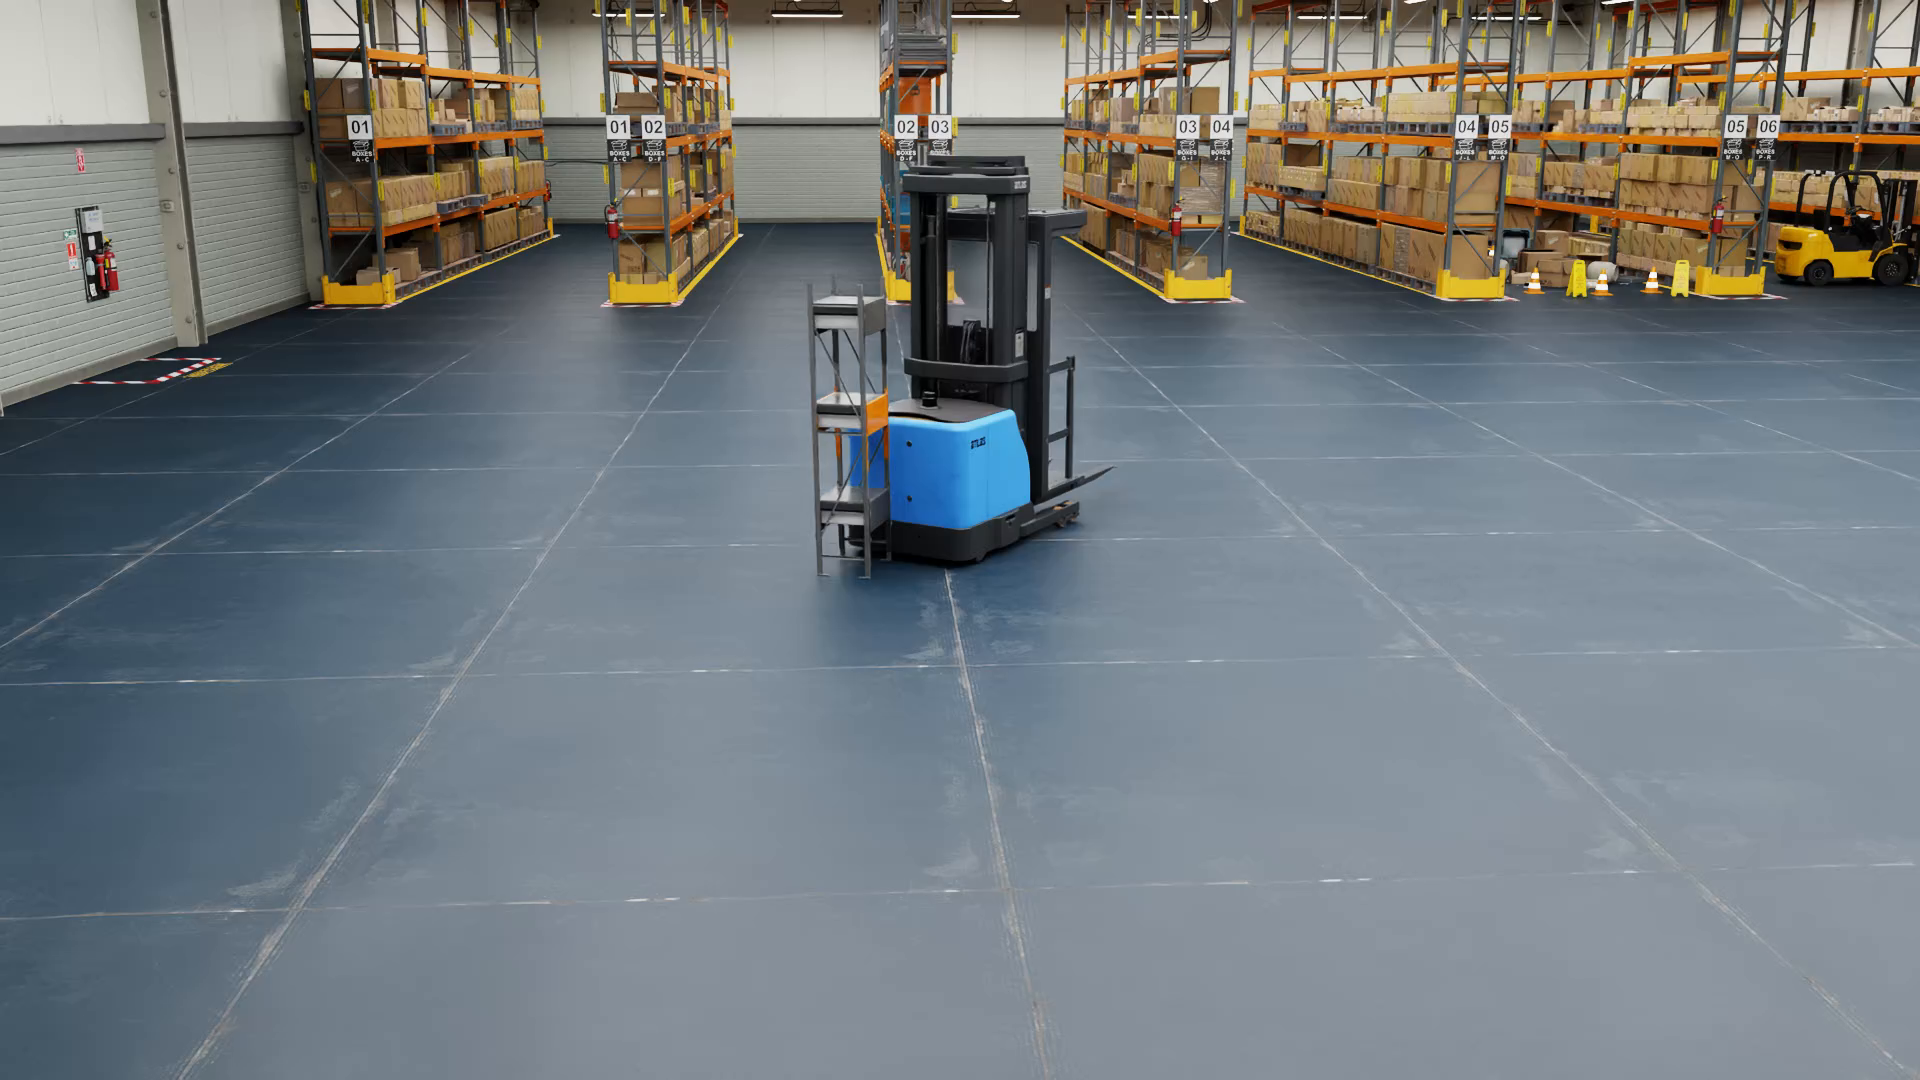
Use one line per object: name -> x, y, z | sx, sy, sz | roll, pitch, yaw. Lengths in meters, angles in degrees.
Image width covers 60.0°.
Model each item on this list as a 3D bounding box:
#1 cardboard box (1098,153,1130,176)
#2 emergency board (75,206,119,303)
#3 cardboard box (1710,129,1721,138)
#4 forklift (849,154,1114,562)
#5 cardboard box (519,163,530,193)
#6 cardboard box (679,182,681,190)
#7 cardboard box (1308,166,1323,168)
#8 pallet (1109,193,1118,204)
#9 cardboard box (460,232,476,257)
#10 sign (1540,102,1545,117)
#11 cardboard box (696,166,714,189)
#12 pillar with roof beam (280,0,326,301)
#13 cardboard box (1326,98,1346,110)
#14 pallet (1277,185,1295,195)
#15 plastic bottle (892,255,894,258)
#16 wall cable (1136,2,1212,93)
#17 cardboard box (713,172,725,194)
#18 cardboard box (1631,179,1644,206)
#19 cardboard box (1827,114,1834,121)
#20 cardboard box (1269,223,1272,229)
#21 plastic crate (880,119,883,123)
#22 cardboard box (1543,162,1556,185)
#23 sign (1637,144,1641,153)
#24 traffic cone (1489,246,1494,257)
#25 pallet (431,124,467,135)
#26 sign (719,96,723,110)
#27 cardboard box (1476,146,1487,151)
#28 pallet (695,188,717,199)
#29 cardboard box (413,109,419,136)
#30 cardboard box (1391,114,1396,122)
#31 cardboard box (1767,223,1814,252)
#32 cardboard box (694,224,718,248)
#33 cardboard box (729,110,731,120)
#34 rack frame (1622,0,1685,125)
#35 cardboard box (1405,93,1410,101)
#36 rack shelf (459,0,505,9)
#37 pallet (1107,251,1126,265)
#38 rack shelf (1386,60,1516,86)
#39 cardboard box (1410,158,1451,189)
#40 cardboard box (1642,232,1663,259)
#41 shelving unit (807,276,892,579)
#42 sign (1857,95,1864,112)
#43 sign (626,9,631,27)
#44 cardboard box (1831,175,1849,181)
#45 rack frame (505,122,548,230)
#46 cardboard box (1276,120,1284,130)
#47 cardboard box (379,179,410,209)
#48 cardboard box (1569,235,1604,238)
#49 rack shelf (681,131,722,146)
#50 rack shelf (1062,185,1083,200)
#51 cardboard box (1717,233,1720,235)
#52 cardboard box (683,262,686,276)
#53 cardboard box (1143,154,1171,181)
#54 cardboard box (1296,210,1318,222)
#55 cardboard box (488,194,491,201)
cardboard box -> 3.689, -8.861, 39.232 | 0.797, 0.503, 0.637 | 0, 14, -2
emergency board -> -10.952, -3.650, 21.194 | 0.194, 1.169, 0.643 | -1, 14, -3
cardboard box -> 13.889, -7.395, 30.231 | 0.380, 0.149, 0.250 | -1, 14, -3
forklift -> 0.325, -1.578, 13.276 | 1.130, 2.935, 3.031 | 8, 16, 29
cardboard box -> -11.333, -9.043, 41.553 | 0.980, 0.700, 0.700 | -1, 14, -5
cardboard box -> -5.556, -6.775, 31.838 | 0.380, 0.149, 0.250 | -1, 14, -4
cardboard box -> 8.750, -9.068, 40.719 | 0.380, 0.149, 0.250 | -1, 14, -5
pallet -> 3.954, -7.547, 36.725 | 1.213, 0.211, 1.003 | -1, 14, -3
cardboard box -> -10.931, -6.411, 36.056 | 0.700, 0.500, 0.500 | -1, 14, -3
sign -> 13.140, -9.704, 37.505 | 0.100, 0.325, 0.005 | -1, 14, -3
cardboard box -> -6.161, -8.472, 38.891 | 0.700, 0.500, 0.500 | -5, 15, -18
pillar with roof beam -> -7.142, -8.730, 28.895 | 9.100, 9.000, 0.400 | -1, 14, -3
cardboard box -> 8.476, -9.836, 37.478 | 0.396, 0.266, 0.258 | -1, 14, -3
pallet -> 8.415, -8.577, 40.727 | 1.003, 0.211, 1.213 | -1, 14, -3
plastic bottle -> -1.310, -5.550, 33.171 | 0.097, 0.271, 0.097 | 0, 14, 0
wall cable -> 6.398, -15.728, 49.641 | 2.277, 5.999, 0.120 | -1, 14, -3
cardboard box -> -6.091, -8.838, 41.156 | 0.500, 0.500, 0.500 | -1, 14, -2
cardboard box -> 13.746, -6.928, 33.137 | 0.500, 0.500, 0.500 | -1, 14, -4
cardboard box -> 18.525, -8.903, 35.051 | 0.380, 0.149, 0.250 | -1, 14, -4
cardboard box -> 8.112, -8.036, 42.520 | 0.380, 0.149, 0.250 | -1, 14, -5
plastic crate -> -1.806, -10.568, 42.300 | 0.437, 0.282, 0.530 | -1, 14, -3
cardboard box -> 13.491, -8.249, 37.428 | 0.500, 0.500, 0.500 | -1, 14, -5
sign -> 18.708, -10.753, 45.843 | 0.100, 0.325, 0.005 | -1, 14, -3
traffic cone -> 11.452, -6.089, 35.763 | 0.336, 0.463, 0.334 | -1, 14, -3
pallet -> -10.779, -8.367, 33.881 | 1.213, 0.211, 1.003 | -1, 14, -3
sign -> -5.778, -10.562, 40.209 | 0.100, 0.325, 0.005 | -1, 14, -3
cardboard box -> 13.110, -9.882, 41.906 | 0.380, 0.149, 0.250 | -1, 14, -5
pallet -> -6.209, -8.055, 38.697 | 1.003, 0.211, 1.213 | -1, 14, -3
cardboard box -> -10.483, -7.855, 31.274 | 0.500, 0.500, 0.500 | -2, 15, -8
cardboard box -> 8.709, -8.295, 32.688 | 0.380, 0.149, 0.250 | -1, 14, -3
cardboard box -> 18.722, -6.782, 37.289 | 0.875, 0.625, 0.625 | 0, 14, -2
cardboard box -> -5.891, -7.039, 38.498 | 0.500, 0.500, 0.500 | -1, 14, -4
cardboard box -> -6.293, -11.152, 43.627 | 0.500, 0.250, 0.500 | -1, 14, -3
rack frame -> 13.942, -9.879, 33.365 | 1.000, 3.000, 0.127 | -1, 14, -3
cardboard box -> 8.757, -8.492, 31.853 | 0.380, 0.149, 0.250 | -1, 14, -3
rack shelf -> -11.152, -12.250, 37.354 | 1.077, 0.370, 4.000 | -1, 14, -3
pallet -> 3.851, -6.271, 36.976 | 1.003, 0.211, 1.213 | -1, 14, -3
rack shelf -> 9.132, -8.738, 31.176 | 1.077, 0.370, 4.000 | -1, 14, -3
cardboard box -> 9.084, -6.973, 31.639 | 0.875, 0.550, 0.500 | -1, 14, -3
cardboard box -> 13.785, -5.796, 32.705 | 0.500, 0.500, 0.500 | 0, 14, -1
shelving unit -> -0.782, -0.807, 11.926 | 0.431, 2.100, 0.503 | 4, 16, 15
sign -> 18.355, -8.896, 33.894 | 0.100, 0.325, 0.005 | -1, 14, -3
sign -> -6.377, -10.054, 32.009 | 0.100, 0.325, 0.005 | -1, 14, -3
cardboard box -> 18.657, -7.621, 35.125 | 0.380, 0.149, 0.250 | -1, 14, -3
rack frame -> -11.523, -9.576, 44.225 | 1.000, 3.000, 0.127 | -1, 14, -3
cardboard box -> 8.213, -10.360, 41.553 | 0.500, 0.250, 0.500 | -1, 14, -2
cardboard box -> -10.308, -6.272, 30.140 | 0.500, 0.500, 0.500 | -1, 14, -5
cardboard box -> 13.773, -6.576, 36.994 | 0.950, 0.372, 0.625 | -1, 14, -5
rack shelf -> -6.208, -9.266, 38.442 | 1.077, 0.370, 4.000 | -1, 14, -3
rack shelf -> 3.432, -8.960, 43.273 | 1.077, 0.370, 4.000 | -1, 14, -3
cardboard box -> 18.352, -7.396, 39.925 | 0.500, 0.500, 0.500 | 0, 14, -1
cardboard box -> -5.522, -5.180, 31.816 | 0.500, 0.250, 0.500 | -1, 14, -3
cardboard box -> 3.858, -7.258, 32.410 | 0.500, 0.500, 0.500 | -1, 14, -3
cardboard box -> 8.357, -7.771, 39.878 | 0.500, 0.250, 0.500 | 0, 14, -1
cardboard box -> -10.756, -7.690, 37.359 | 0.380, 0.149, 0.250 | 0, 14, -2
